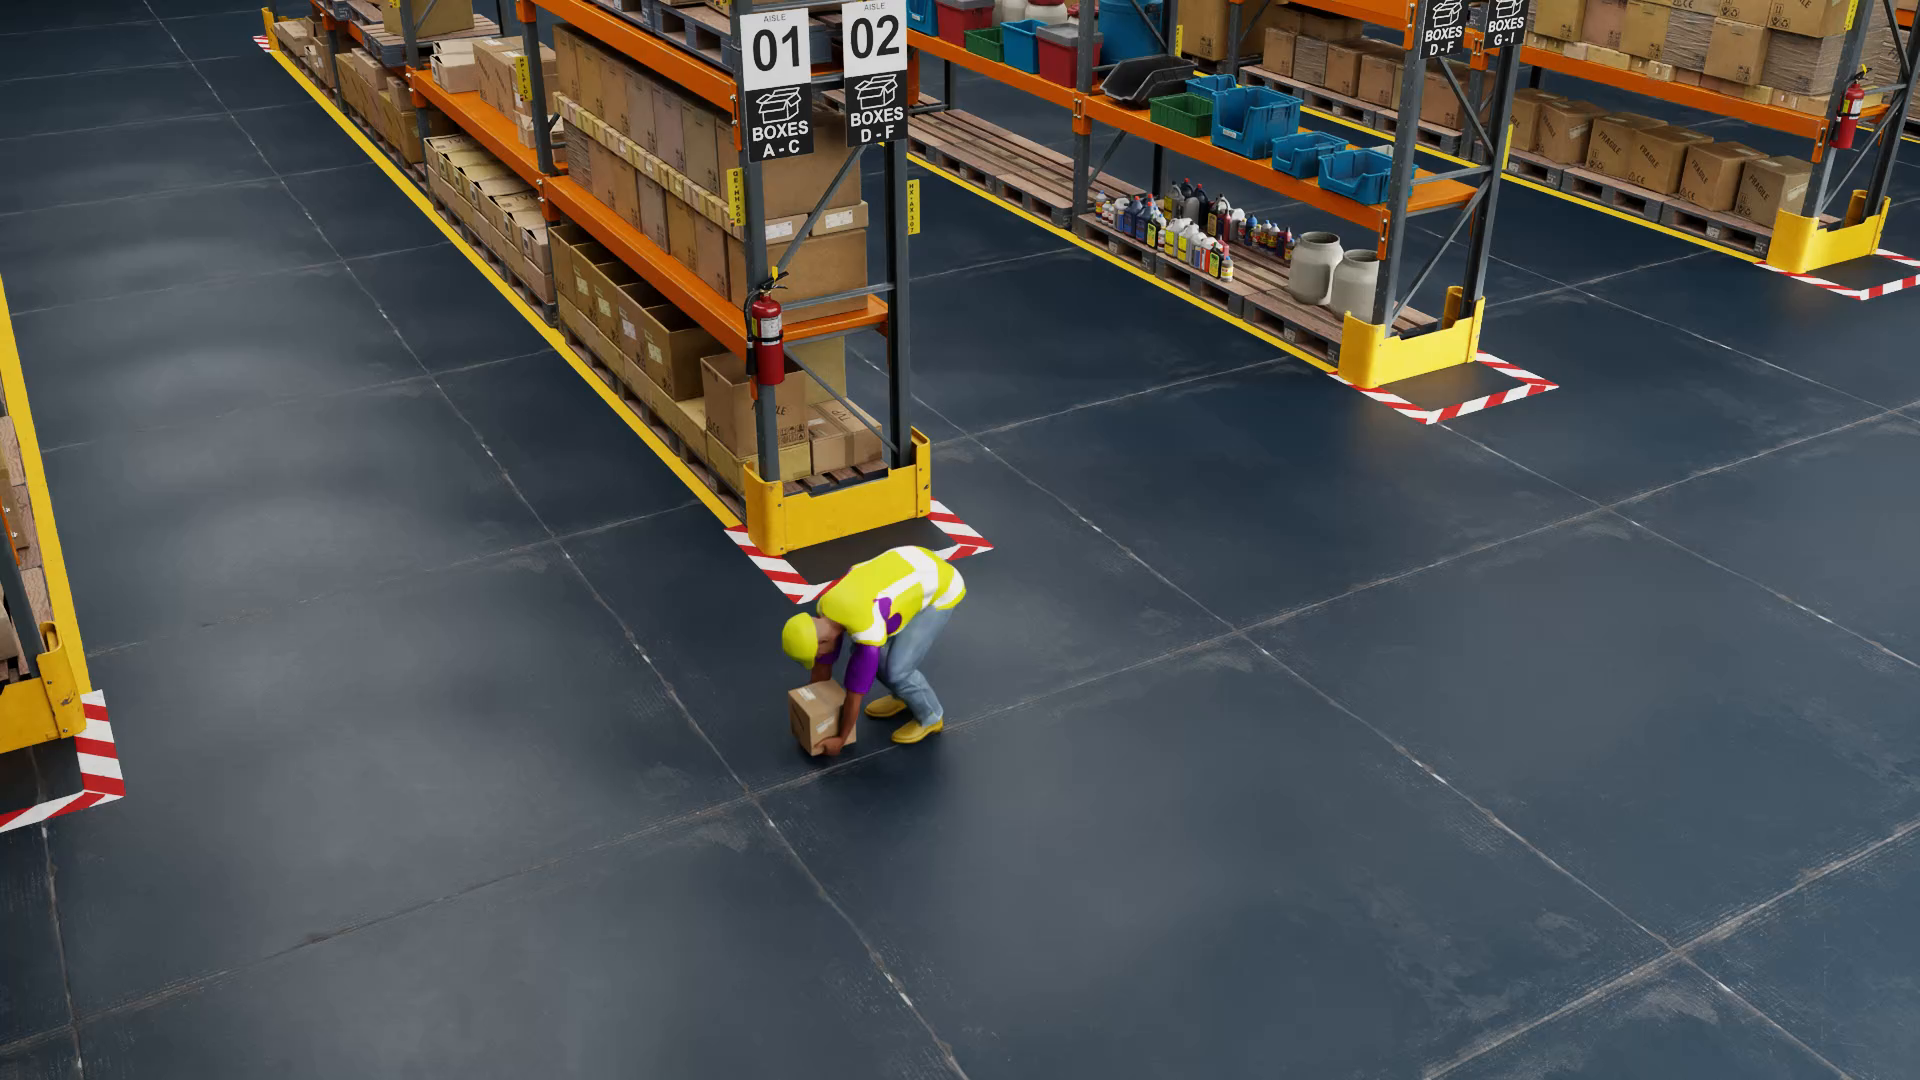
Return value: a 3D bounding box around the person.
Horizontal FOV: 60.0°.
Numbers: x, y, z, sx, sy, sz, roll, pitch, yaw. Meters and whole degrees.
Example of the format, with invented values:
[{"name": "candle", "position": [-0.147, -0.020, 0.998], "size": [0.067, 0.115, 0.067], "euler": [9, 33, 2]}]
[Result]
[{"name": "person", "position": [-0.438, 0.563, 8.328], "size": [0.974, 0.979, 0.498], "euler": [-17, 33, -29]}]
